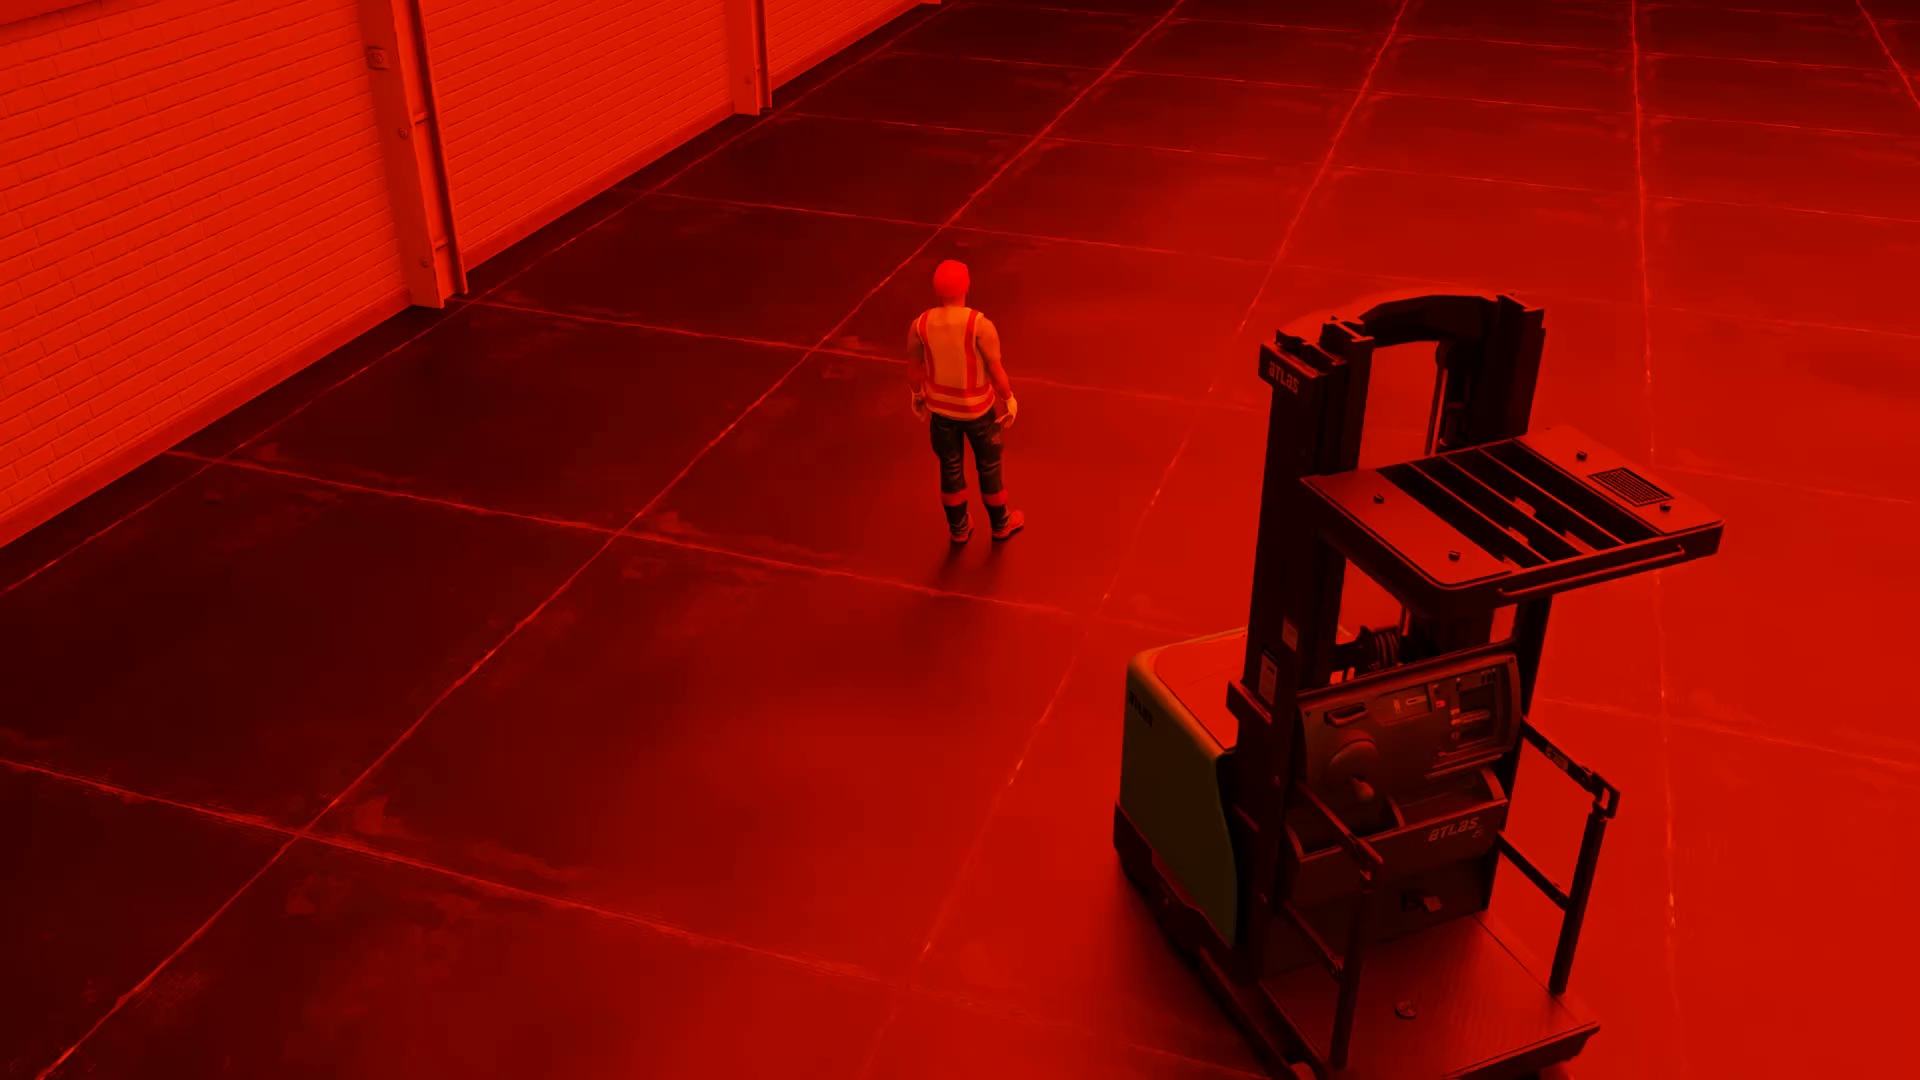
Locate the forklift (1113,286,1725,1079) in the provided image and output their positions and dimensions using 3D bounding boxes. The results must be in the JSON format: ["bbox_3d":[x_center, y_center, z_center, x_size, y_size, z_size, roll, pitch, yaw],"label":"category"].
[{"bbox_3d":[1.723,0.727,5.861,1.130,2.935,3.031,-12,32,-19],"label":"forklift"}]

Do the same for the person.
[{"bbox_3d":[0.038,-0.820,9.712,0.637,1.790,0.562,10,31,16],"label":"person"}]
